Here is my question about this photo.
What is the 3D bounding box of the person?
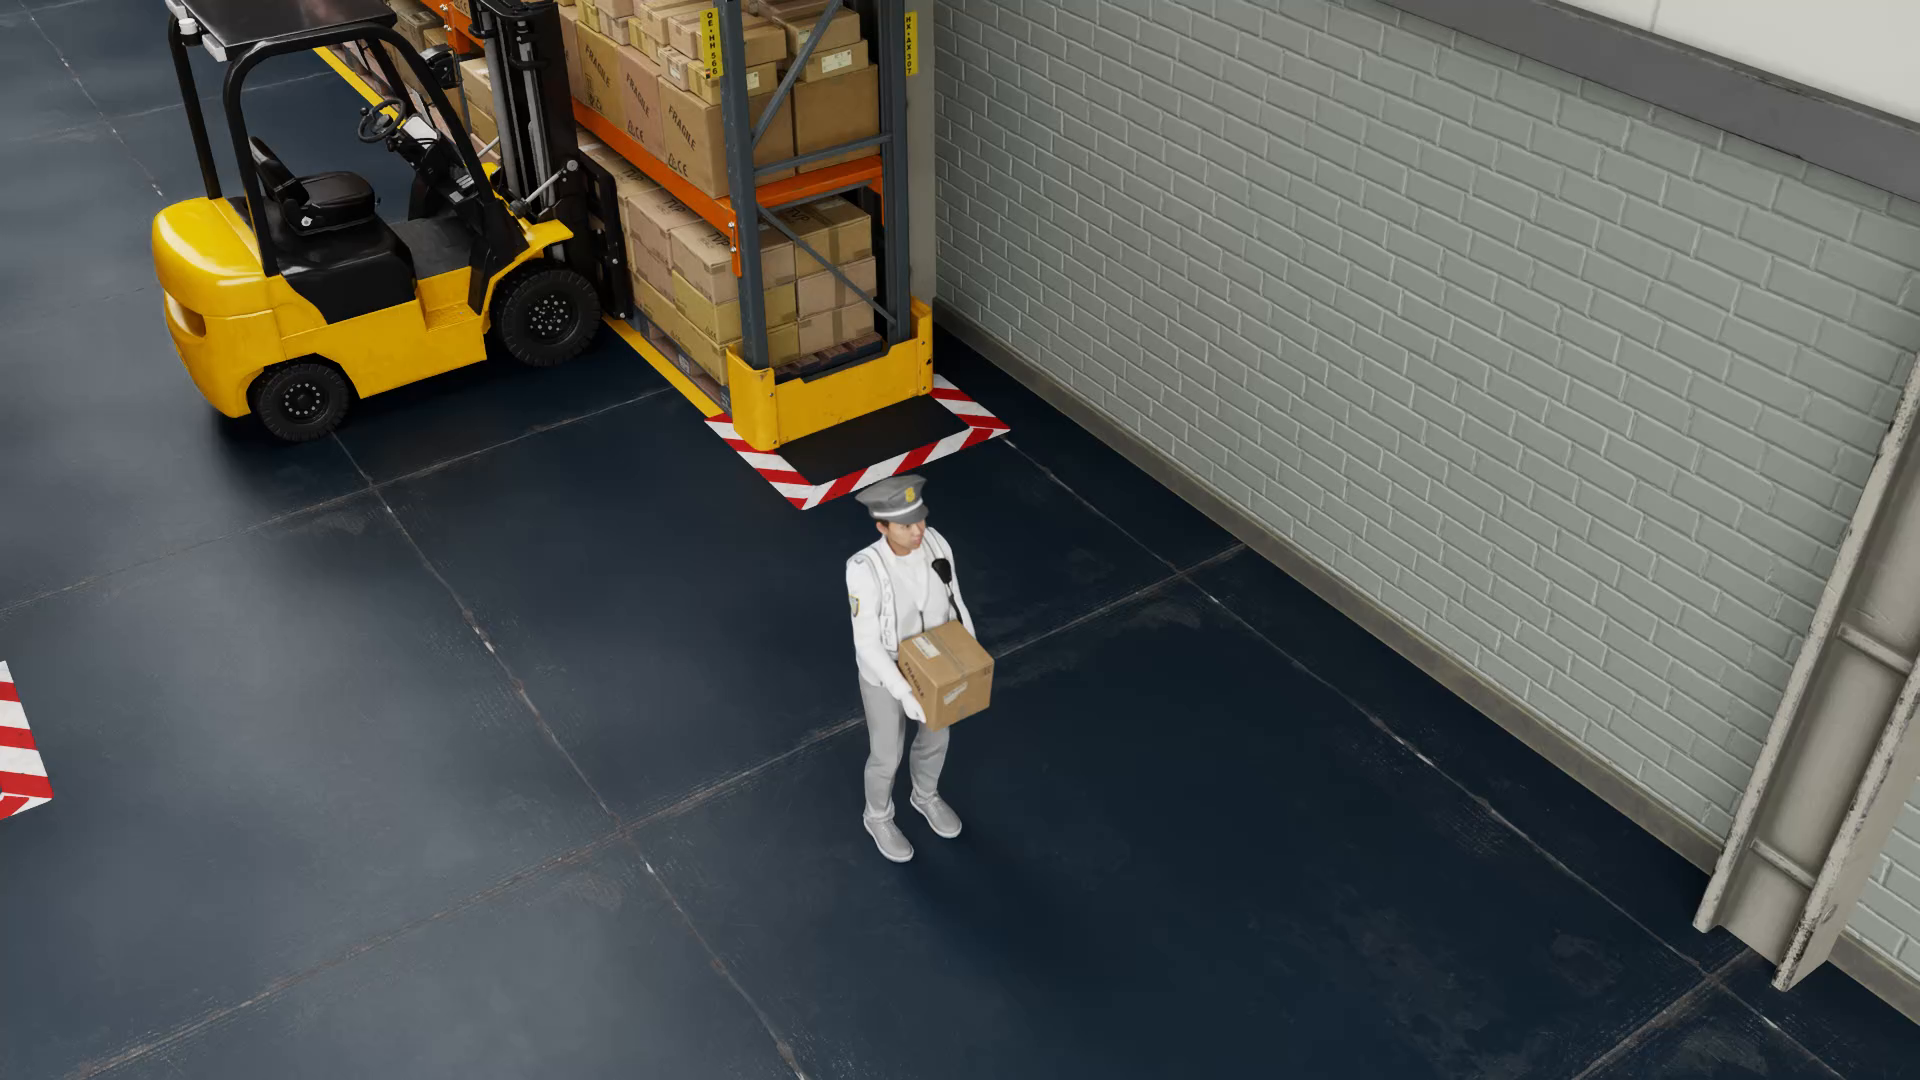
[{"bbox_3d":[-0.168,0.524,6.275,0.459,1.686,0.551,-22,42,-27],"label":"person"}]
